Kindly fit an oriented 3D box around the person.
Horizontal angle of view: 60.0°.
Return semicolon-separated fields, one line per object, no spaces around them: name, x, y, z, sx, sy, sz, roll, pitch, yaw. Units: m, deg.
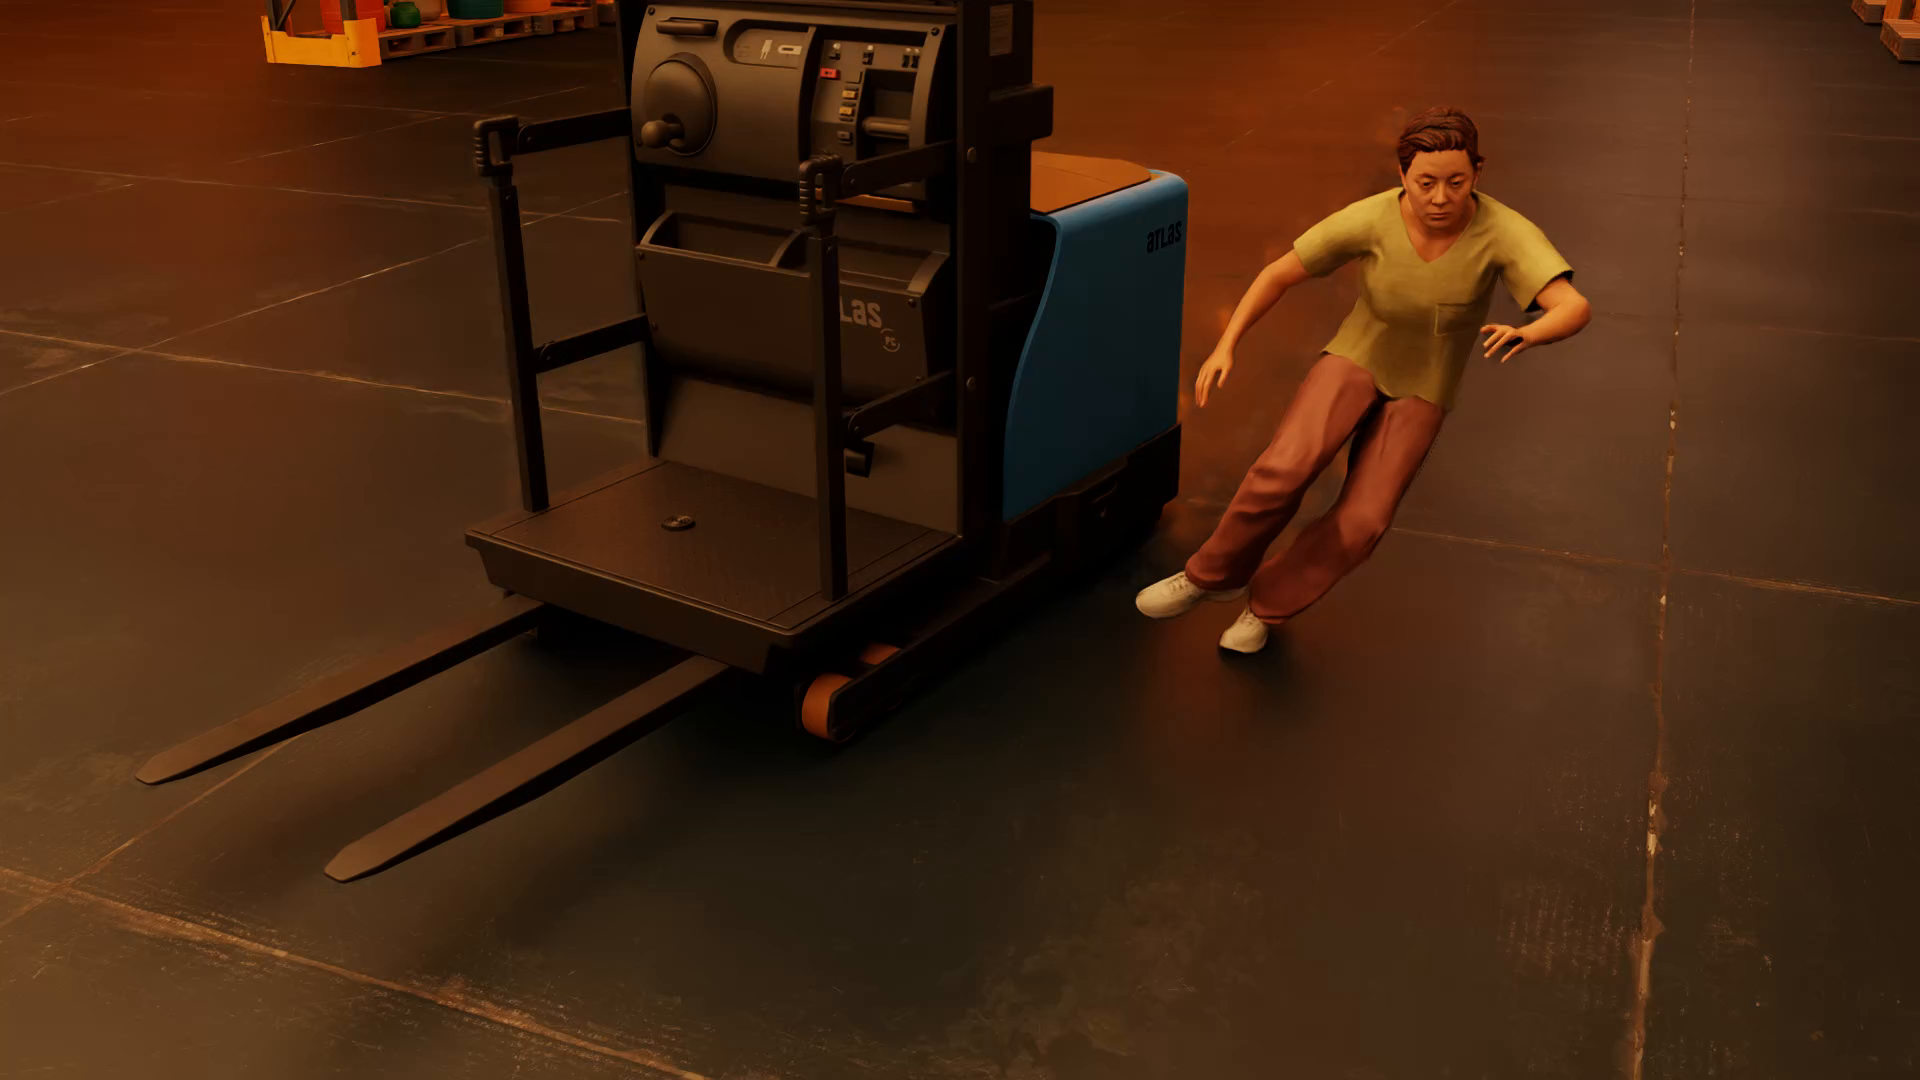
person;0.935;-0.313;3.985;0.990;1.434;0.819;3;23;8

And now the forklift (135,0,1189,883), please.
forklift;-0.552;-1.080;3.876;1.130;2.935;3.031;15;27;31
